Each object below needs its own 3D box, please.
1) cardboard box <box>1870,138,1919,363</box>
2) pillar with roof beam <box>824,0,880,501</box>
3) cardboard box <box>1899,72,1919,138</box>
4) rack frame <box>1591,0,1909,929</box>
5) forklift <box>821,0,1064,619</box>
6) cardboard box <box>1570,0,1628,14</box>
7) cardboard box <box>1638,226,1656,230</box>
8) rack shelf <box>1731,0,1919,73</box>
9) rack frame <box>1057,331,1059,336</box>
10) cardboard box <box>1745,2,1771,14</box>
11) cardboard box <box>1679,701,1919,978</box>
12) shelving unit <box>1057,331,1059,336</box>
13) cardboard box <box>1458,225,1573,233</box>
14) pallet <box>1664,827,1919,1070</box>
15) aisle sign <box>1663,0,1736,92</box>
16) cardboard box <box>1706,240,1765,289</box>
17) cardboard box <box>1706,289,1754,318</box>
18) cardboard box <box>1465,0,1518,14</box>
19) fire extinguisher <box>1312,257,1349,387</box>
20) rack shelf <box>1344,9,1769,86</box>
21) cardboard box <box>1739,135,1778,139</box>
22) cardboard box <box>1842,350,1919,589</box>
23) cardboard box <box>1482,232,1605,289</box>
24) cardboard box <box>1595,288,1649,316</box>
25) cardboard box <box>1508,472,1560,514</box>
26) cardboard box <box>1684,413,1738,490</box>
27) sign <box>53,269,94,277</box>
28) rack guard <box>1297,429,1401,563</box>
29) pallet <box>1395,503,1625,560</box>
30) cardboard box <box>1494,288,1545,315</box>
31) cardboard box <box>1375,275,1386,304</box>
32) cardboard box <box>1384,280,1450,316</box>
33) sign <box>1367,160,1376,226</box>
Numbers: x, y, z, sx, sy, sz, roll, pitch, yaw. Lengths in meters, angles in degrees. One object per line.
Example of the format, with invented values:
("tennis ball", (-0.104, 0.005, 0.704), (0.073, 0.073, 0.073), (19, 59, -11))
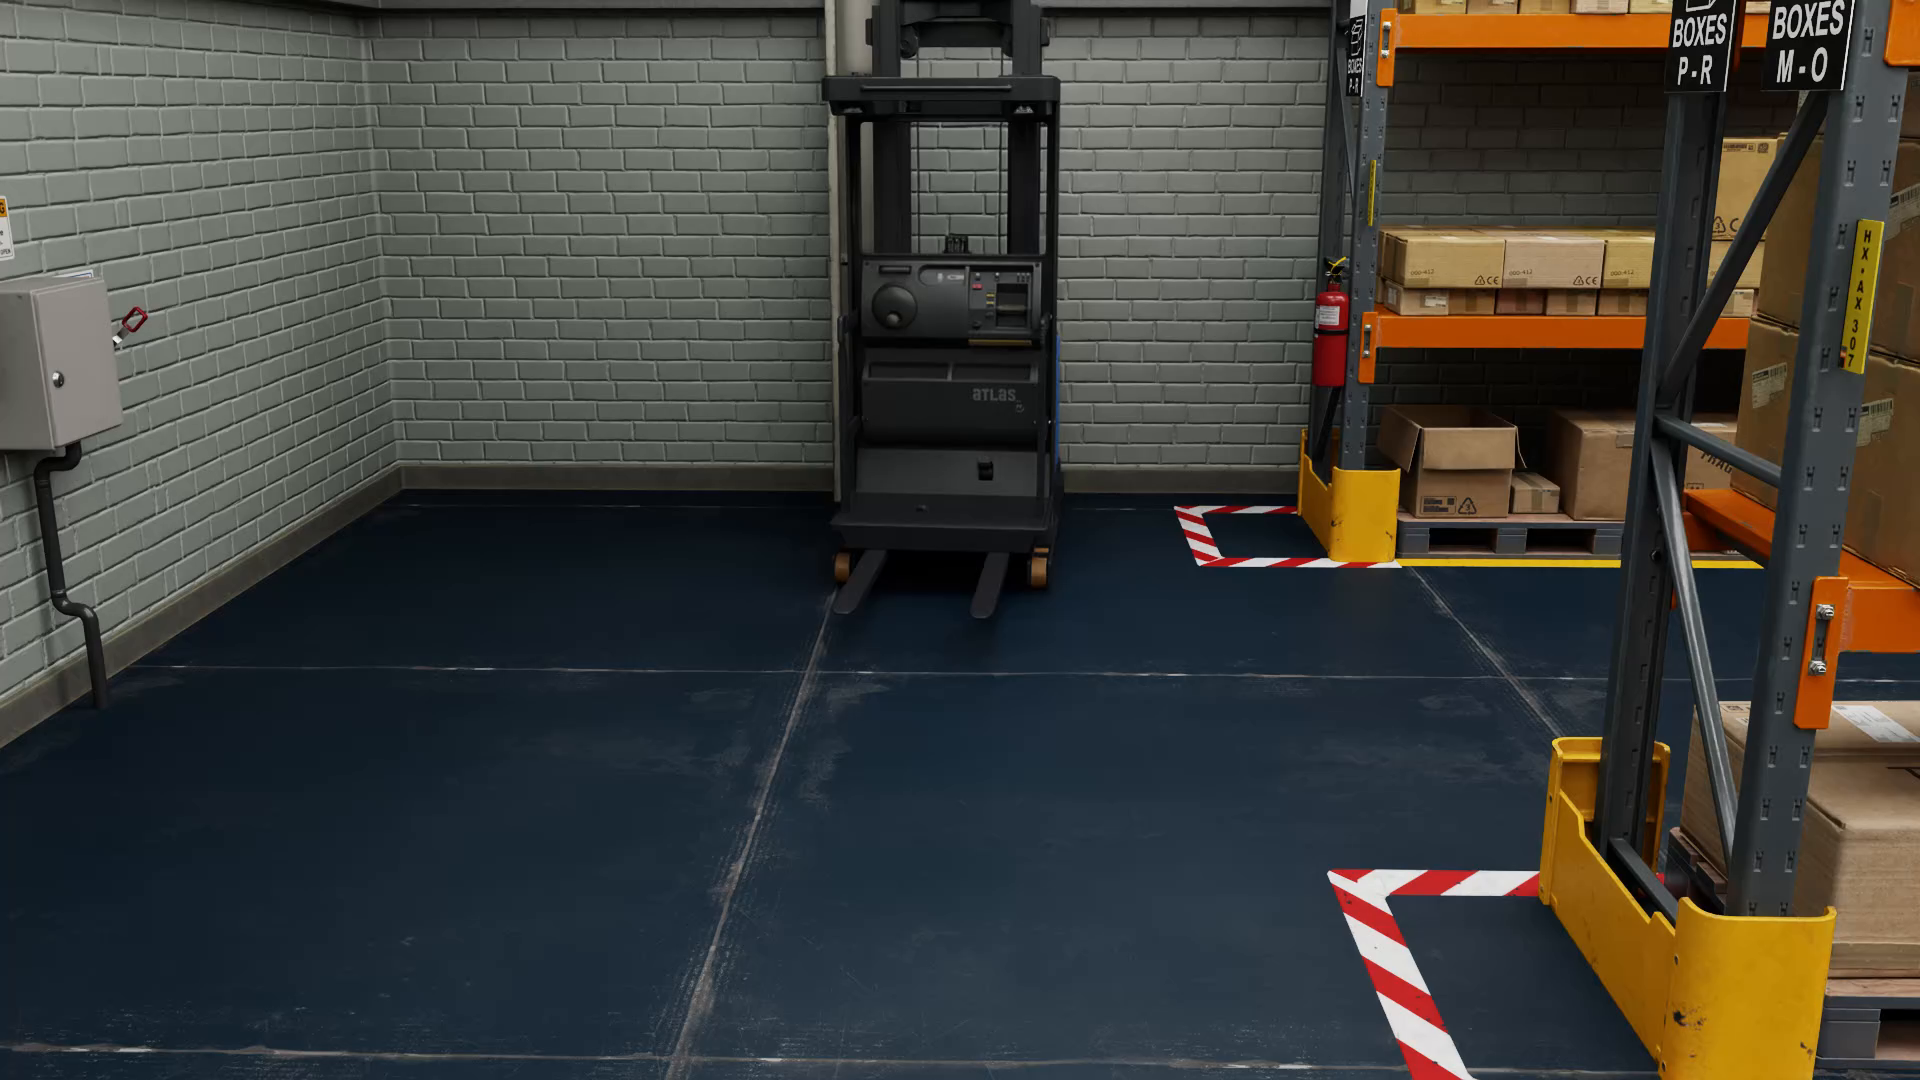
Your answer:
("cardboard box", (2.449, -0.669, 3.839), (0.500, 0.500, 0.500), (0, 15, 0))
("pillar with roof beam", (-0.683, -3.529, 5.076), (0.400, 9.000, 9.100), (0, 15, 1))
("cardboard box", (2.324, -0.985, 3.767), (0.250, 0.149, 0.380), (1, 15, 3))
("rack frame", (1.976, -0.213, 4.267), (0.127, 3.000, 1.000), (0, 15, 1))
("forklift", (-0.064, -1.258, 8.363), (1.130, 2.935, 3.031), (1, 15, 6))
("cardboard box", (3.177, -2.717, 8.372), (0.250, 0.149, 0.380), (1, 15, 3))
("cardboard box", (4.099, -1.603, 9.247), (0.500, 0.250, 0.500), (0, 15, 1))
("rack shelf", (3.975, -1.302, 3.927), (4.000, 0.370, 1.077), (0, 15, 1))
("rack frame", (0.487, -0.737, 10.063), (0.200, 1.050, 0.008), (-1, 14, -7))
("cardboard box", (3.942, -2.711, 8.350), (0.250, 0.149, 0.380), (0, 15, 2))
("cardboard box", (2.638, 0.802, 4.620), (0.875, 0.438, 0.875), (0, 15, 0))
("shelving unit", (0.471, -0.767, 10.180), (0.215, 1.050, 0.252), (-1, 14, -7))
("cardboard box", (3.081, -1.611, 9.277), (0.500, 0.250, 0.500), (0, 15, 2))
("pallet", (2.777, 1.121, 4.678), (1.213, 0.211, 1.003), (0, 15, 1))
("aisle sign", (1.912, -1.549, 4.237), (0.004, 0.787, 0.394), (0, 15, 1))
("cardboard box", (4.068, -1.475, 8.761), (0.500, 0.250, 0.500), (0, 15, 0))
("cardboard box", (3.971, -1.268, 8.757), (0.250, 0.149, 0.380), (1, 15, 3))
("cardboard box", (2.675, -2.751, 8.500), (0.250, 0.149, 0.380), (1, 15, 2))
("fire extinguisher", (1.940, -1.144, 8.679), (0.183, 0.674, 0.296), (0, 15, 1))
("rack shelf", (4.099, -2.568, 8.725), (4.000, 0.370, 1.077), (0, 15, 1))
("cardboard box", (4.616, -1.964, 9.145), (0.500, 0.500, 0.500), (0, 15, 0))
("cardboard box", (2.449, -0.185, 3.965), (0.500, 0.500, 0.500), (0, 15, 1))
("cardboard box", (3.050, -1.475, 8.762), (0.500, 0.250, 0.500), (1, 15, 2))
("cardboard box", (3.457, -1.285, 8.823), (0.250, 0.149, 0.380), (1, 15, 2))
("cardboard box", (3.132, -0.262, 9.220), (0.250, 0.149, 0.380), (0, 15, -1))
("cardboard box", (4.088, -0.401, 9.055), (0.500, 0.500, 0.500), (1, 15, 2))
("sign", (-3.656, -0.860, 6.905), (0.001, 0.494, 0.329), (0, 15, 1))
("rack guard", (2.175, -0.270, 9.382), (0.348, 0.500, 1.175), (0, 15, 1))
("pallet", (2.972, -0.125, 9.400), (1.213, 0.211, 1.003), (0, 15, 1))
("cardboard box", (2.940, -1.302, 8.889), (0.250, 0.149, 0.380), (0, 15, 1))
("cardboard box", (2.437, -1.424, 9.348), (0.250, 0.149, 0.380), (0, 15, 1))
("cardboard box", (2.421, -1.285, 8.824), (0.250, 0.149, 0.380), (0, 15, 1))
("sign", (2.085, -1.759, 8.430), (0.005, 0.325, 0.100), (0, 15, 1))
